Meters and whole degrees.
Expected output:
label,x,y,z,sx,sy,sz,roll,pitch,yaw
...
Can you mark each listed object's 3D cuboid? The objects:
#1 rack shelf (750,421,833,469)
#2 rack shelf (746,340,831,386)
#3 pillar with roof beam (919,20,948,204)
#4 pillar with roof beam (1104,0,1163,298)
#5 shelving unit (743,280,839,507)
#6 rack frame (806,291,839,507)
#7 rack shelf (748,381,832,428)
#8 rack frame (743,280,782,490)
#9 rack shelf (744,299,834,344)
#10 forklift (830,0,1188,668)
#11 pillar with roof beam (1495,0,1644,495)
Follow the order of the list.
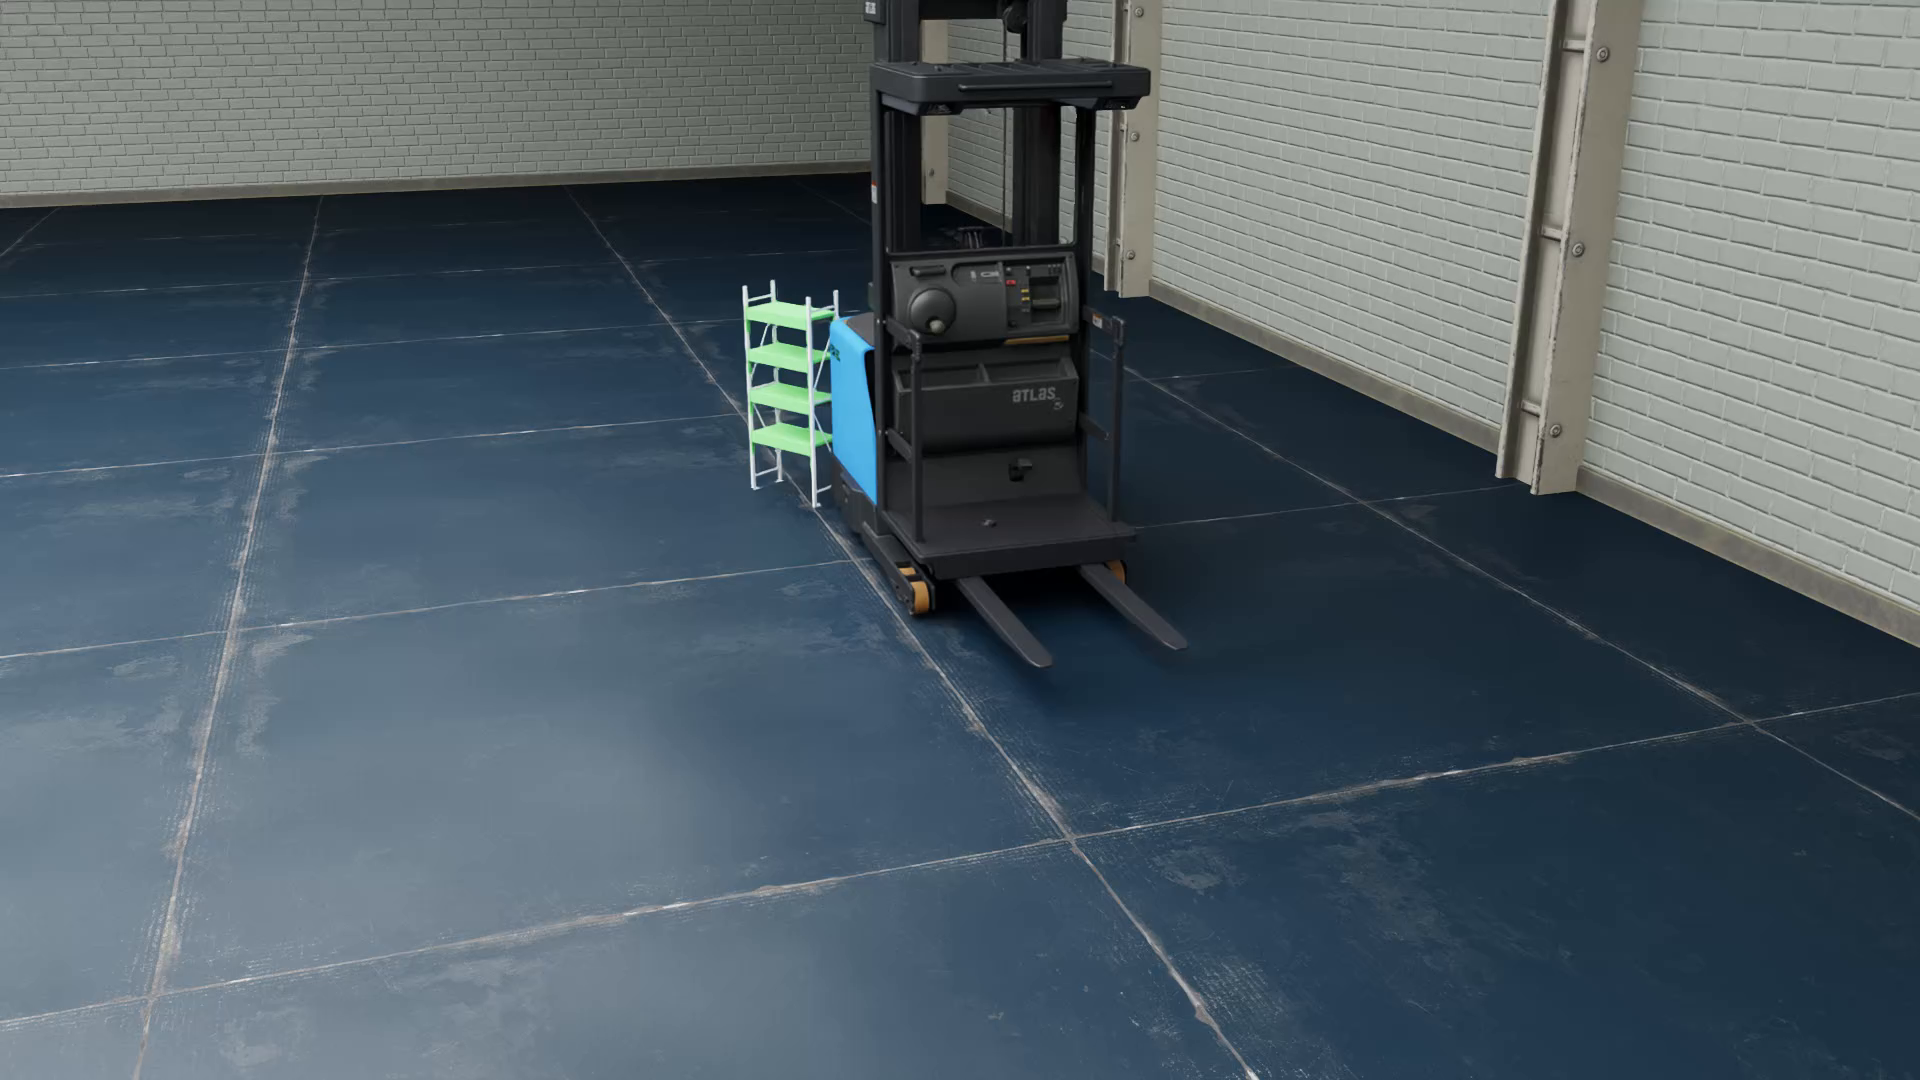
label,x,y,z,sx,sy,sz,roll,pitch,yaw
rack shelf,-0.948,-0.550,9.573,0.480,0.148,0.258,15,25,36
rack shelf,-0.947,-1.002,9.411,0.480,0.148,0.258,15,25,36
pillar with roof beam,-4.437,-7.968,17.788,9.100,9.000,0.400,-6,21,-17
pillar with roof beam,-2.551,-6.043,12.428,9.100,9.000,0.400,-6,21,-17
shelving unit,-0.947,-0.836,9.470,0.503,1.200,0.258,15,25,36
rack frame,-0.756,-0.785,9.327,0.015,1.200,0.240,15,25,36
rack shelf,-0.947,-0.776,9.492,0.480,0.148,0.258,15,25,36
rack frame,-1.138,-0.888,9.613,0.015,1.200,0.240,15,25,36
rack shelf,-0.947,-1.228,9.330,0.480,0.148,0.258,15,25,36
forklift,0.192,-1.171,7.840,1.130,2.935,3.031,-6,21,-16
pillar with roof beam,-0.666,-4.117,7.067,9.100,9.000,0.400,-6,21,-17
